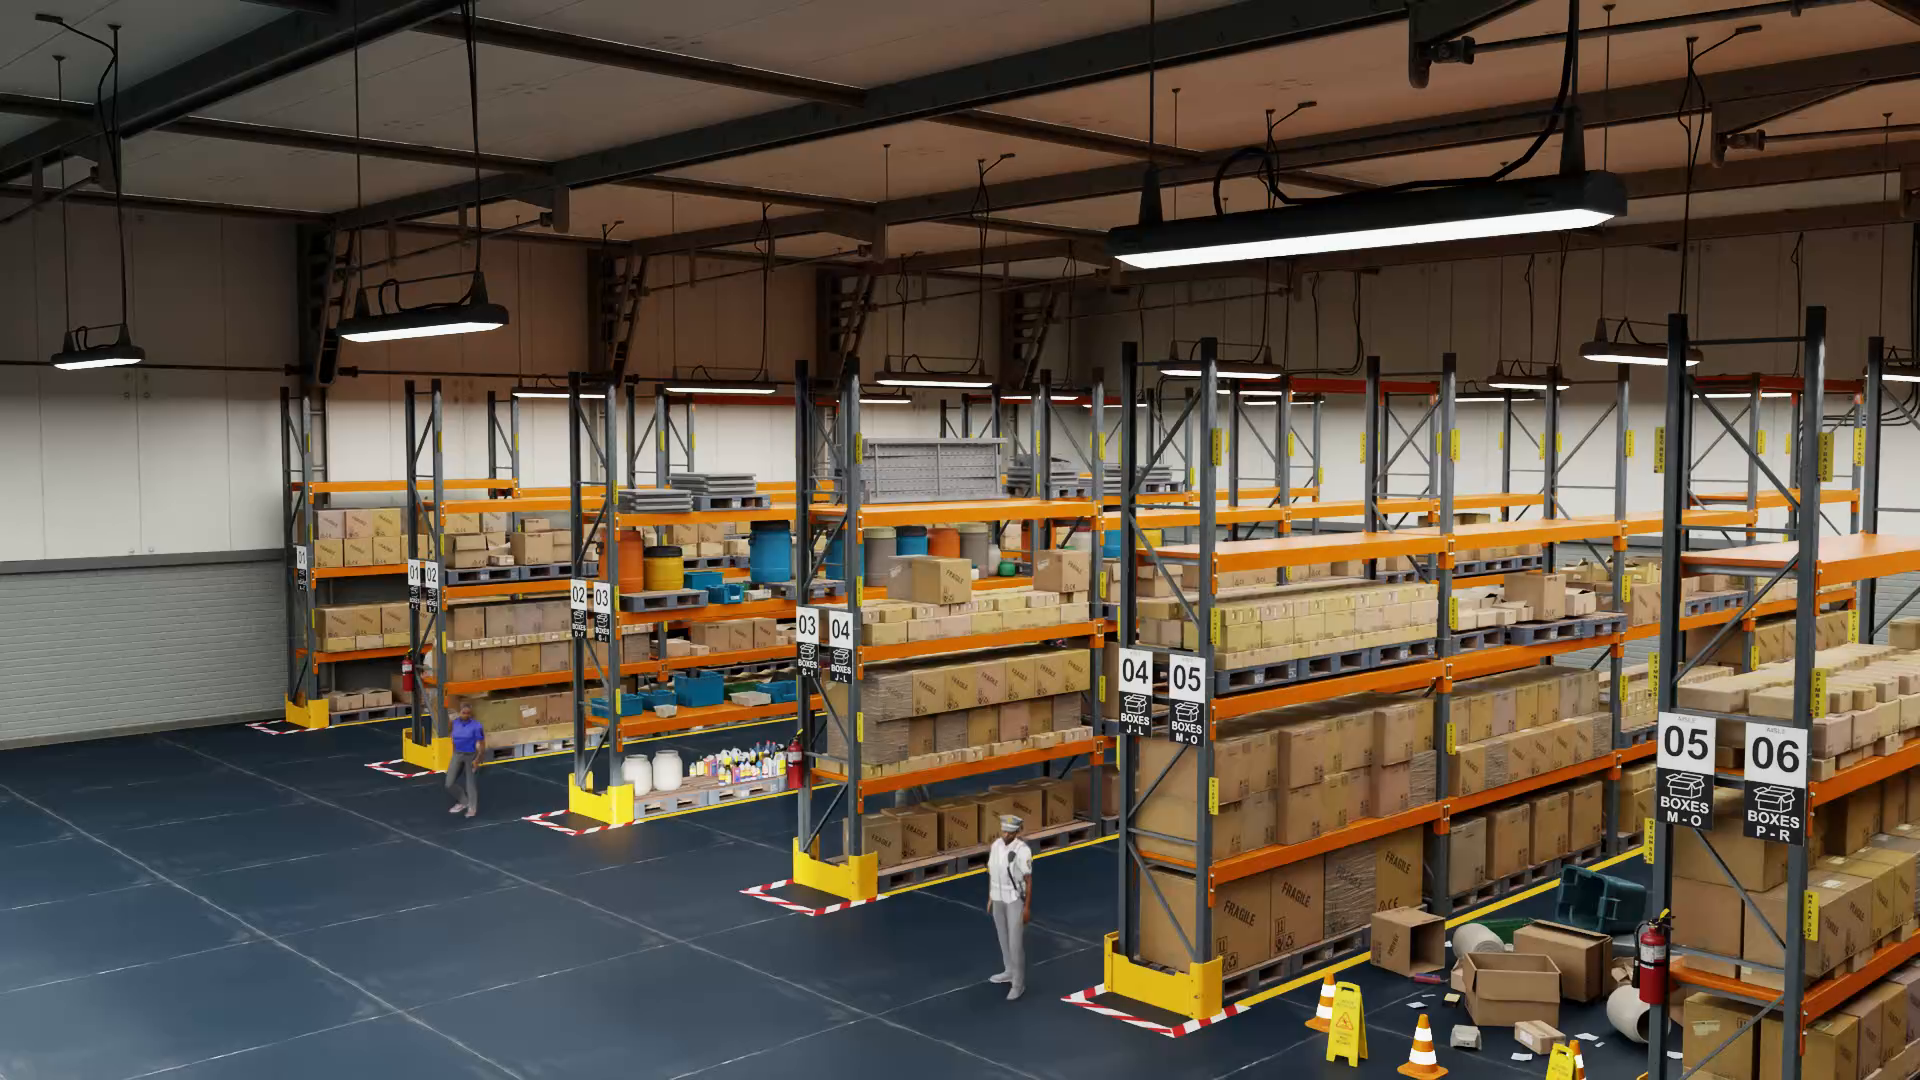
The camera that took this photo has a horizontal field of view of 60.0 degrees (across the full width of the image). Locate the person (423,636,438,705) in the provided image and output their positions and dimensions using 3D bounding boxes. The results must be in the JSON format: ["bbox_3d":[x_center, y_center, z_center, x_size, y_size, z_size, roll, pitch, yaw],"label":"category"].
[{"bbox_3d":[-8.953,2.478,28.774,0.661,1.718,0.572,1,4,11],"label":"person"}]

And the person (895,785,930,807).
[{"bbox_3d":[-0.690,2.905,21.782,0.762,1.766,0.696,-1,4,-9],"label":"person"}]

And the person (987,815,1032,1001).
[{"bbox_3d":[0.450,3.369,15.417,0.509,1.710,0.488,3,5,38],"label":"person"}]

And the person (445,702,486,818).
[{"bbox_3d":[-6.600,2.940,22.248,0.585,1.613,0.655,0,4,5],"label":"person"}]
